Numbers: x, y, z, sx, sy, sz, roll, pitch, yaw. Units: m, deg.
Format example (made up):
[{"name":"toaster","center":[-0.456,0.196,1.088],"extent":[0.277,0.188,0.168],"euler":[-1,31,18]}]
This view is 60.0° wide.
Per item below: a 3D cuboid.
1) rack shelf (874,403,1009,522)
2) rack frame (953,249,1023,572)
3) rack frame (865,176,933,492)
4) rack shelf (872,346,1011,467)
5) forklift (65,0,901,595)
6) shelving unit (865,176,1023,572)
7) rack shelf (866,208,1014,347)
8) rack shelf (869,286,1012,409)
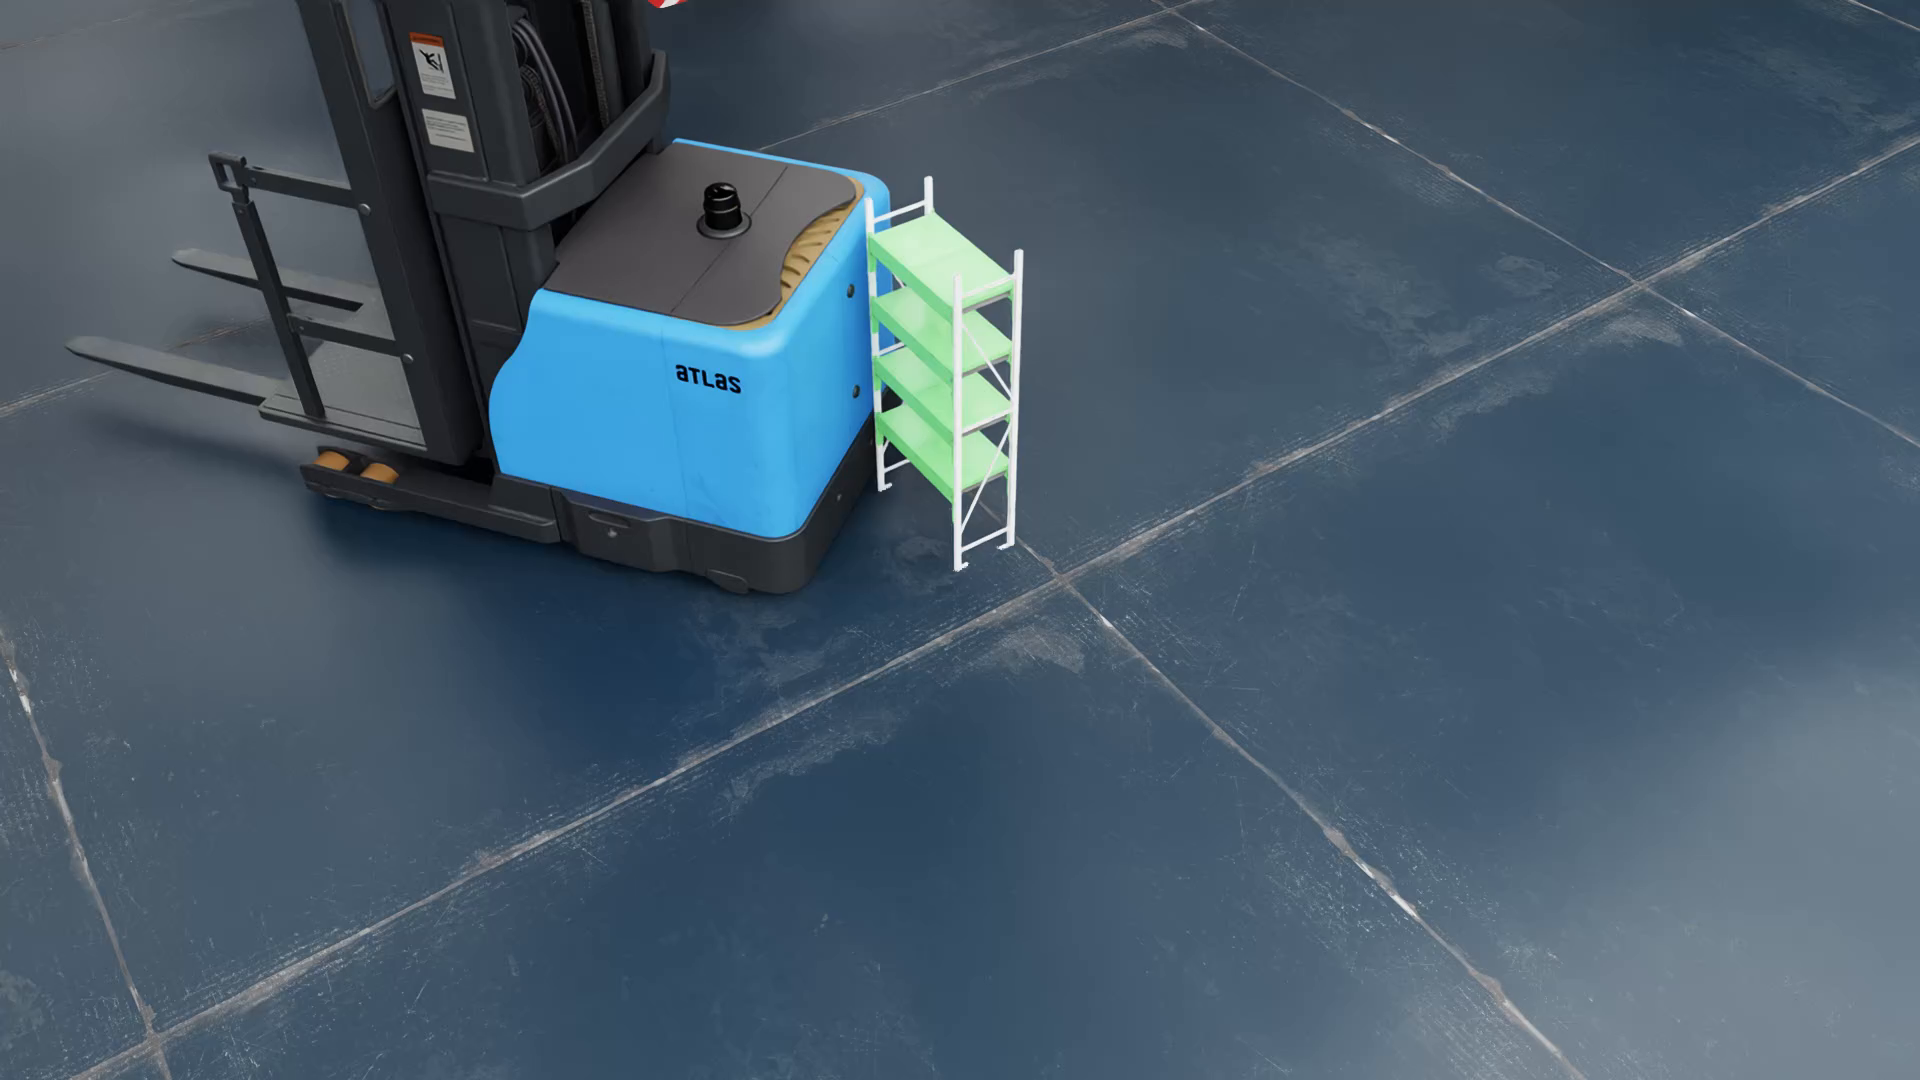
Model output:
[{"name":"rack shelf","center":[-0.053,-0.296,5.631],"extent":[0.258,0.148,0.480],"euler":[-25,49,-24]},{"name":"rack frame","center":[0.083,-0.376,5.275],"extent":[0.240,1.200,0.015],"euler":[-25,49,-24]},{"name":"rack frame","center":[-0.190,-0.655,5.568],"extent":[0.240,1.200,0.015],"euler":[-25,49,-24]},{"name":"rack shelf","center":[-0.053,-0.469,5.465],"extent":[0.258,0.148,0.480],"euler":[-25,49,-24]},{"name":"forklift","center":[-1.790,-1.495,5.193],"extent":[3.031,2.935,1.130],"euler":[13,45,14]},{"name":"shelving unit","center":[-0.053,-0.516,5.421],"extent":[0.258,1.200,0.503],"euler":[-25,49,-24]},{"name":"rack shelf","center":[-0.053,-0.817,5.134],"extent":[0.258,0.148,0.480],"euler":[-25,49,-24]},{"name":"rack shelf","center":[-0.053,-0.643,5.300],"extent":[0.258,0.148,0.480],"euler":[-25,49,-24]}]
